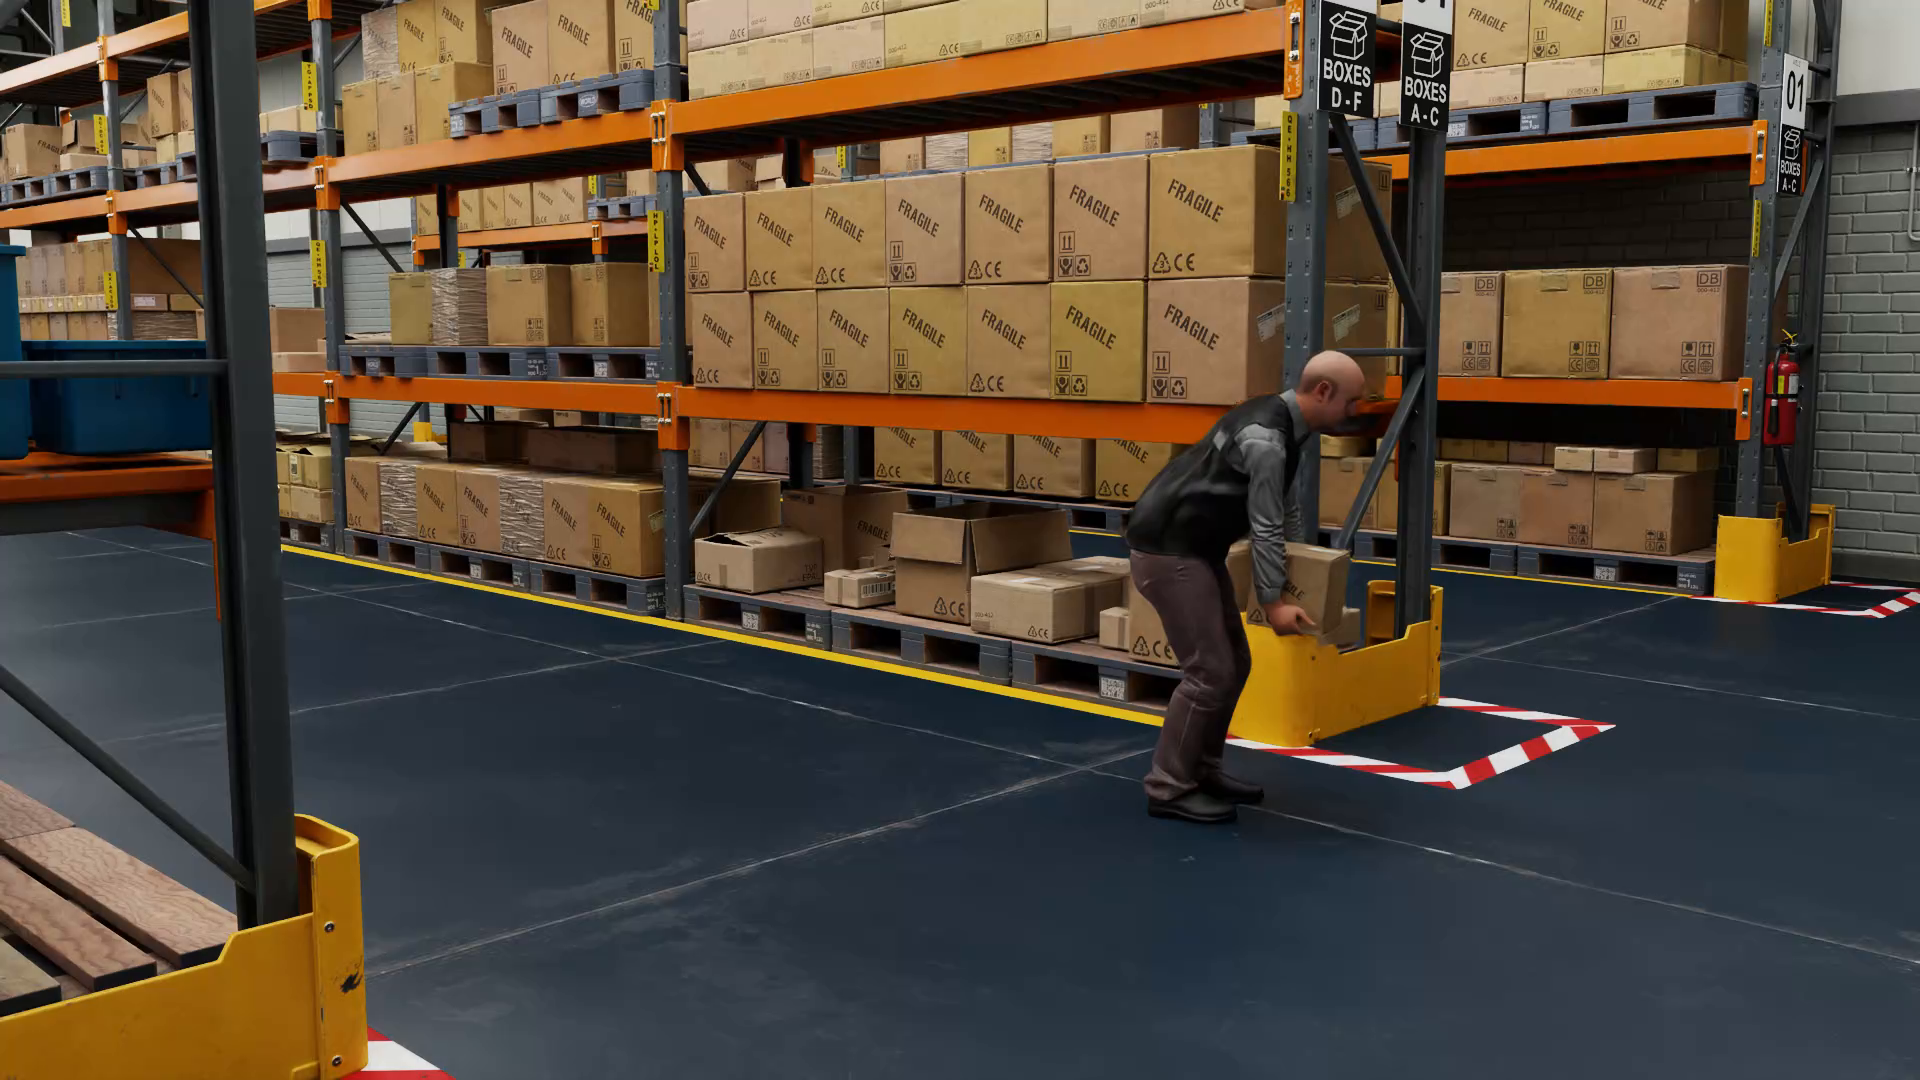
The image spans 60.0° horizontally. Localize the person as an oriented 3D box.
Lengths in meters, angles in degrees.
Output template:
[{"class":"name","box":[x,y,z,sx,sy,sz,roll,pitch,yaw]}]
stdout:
[{"class":"person","box":[0.927,0.145,5.488,0.751,1.529,0.476,2,7,16]}]
